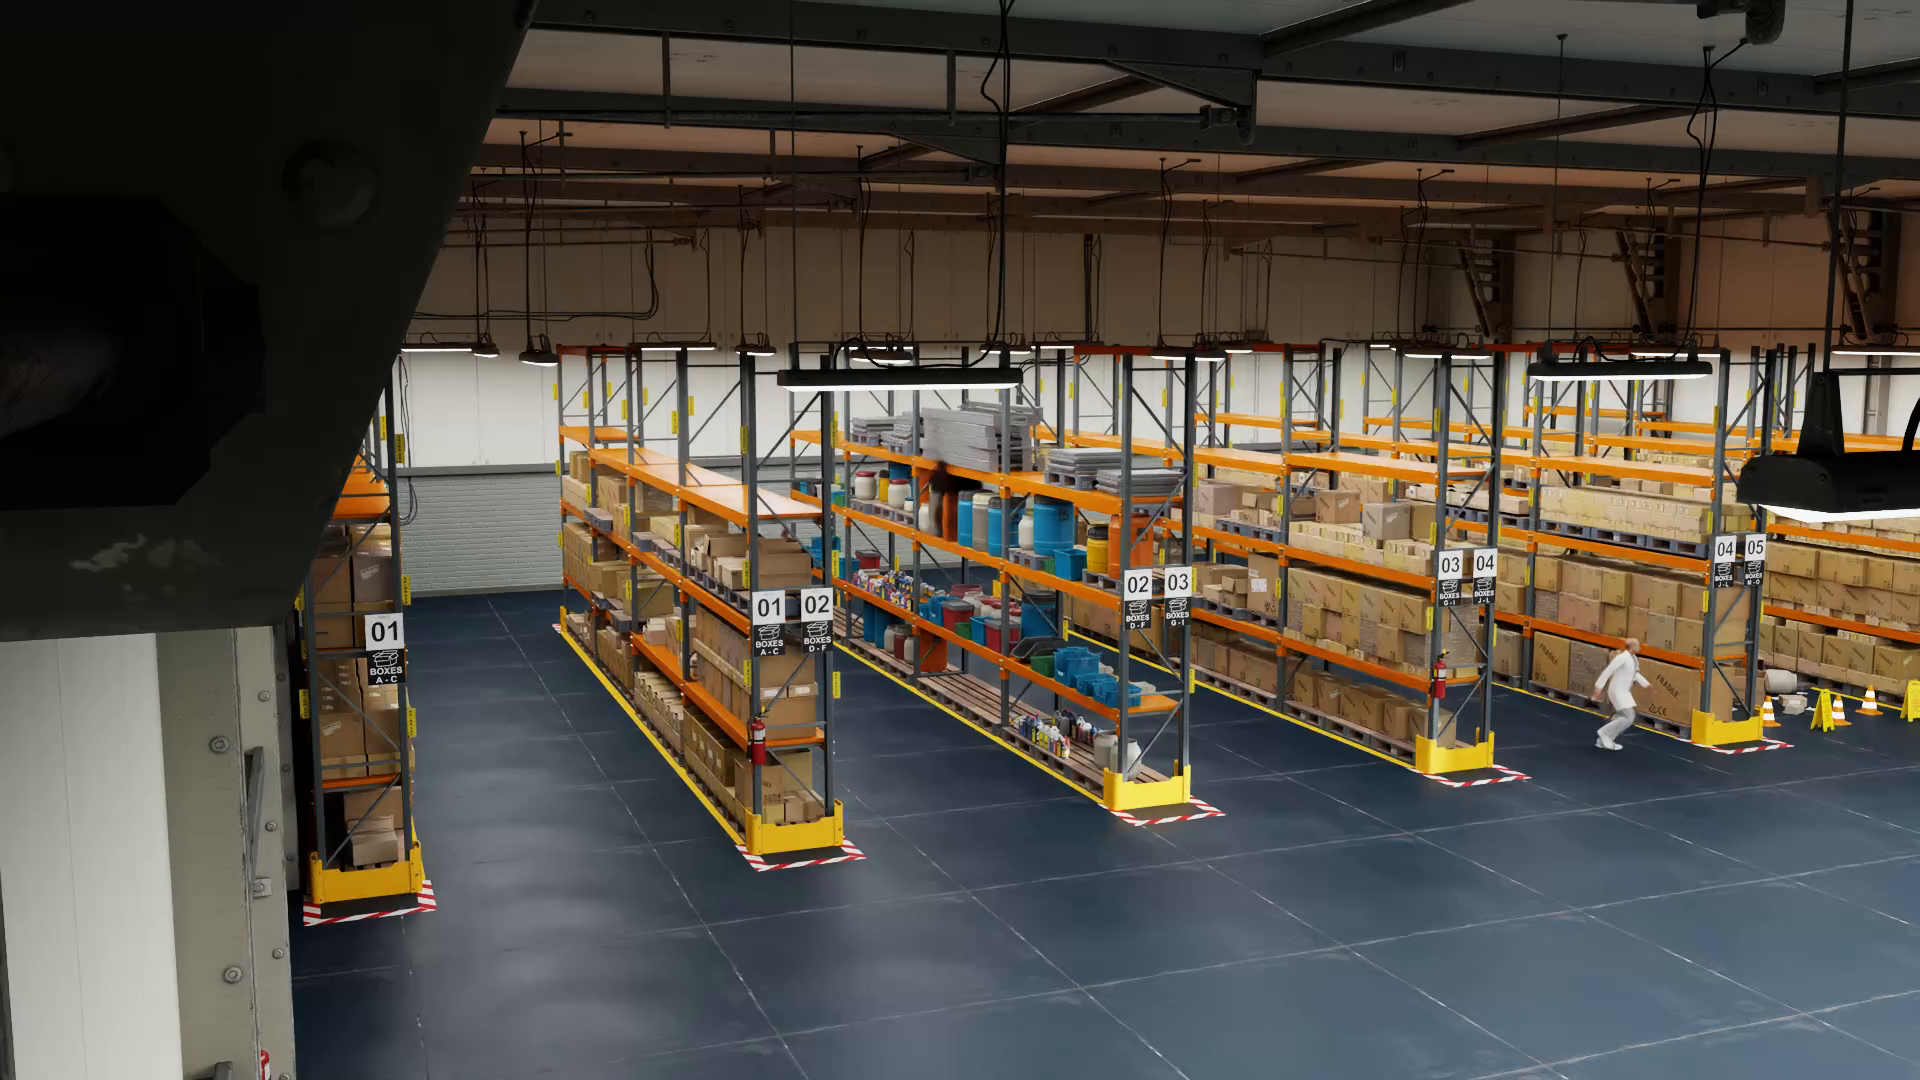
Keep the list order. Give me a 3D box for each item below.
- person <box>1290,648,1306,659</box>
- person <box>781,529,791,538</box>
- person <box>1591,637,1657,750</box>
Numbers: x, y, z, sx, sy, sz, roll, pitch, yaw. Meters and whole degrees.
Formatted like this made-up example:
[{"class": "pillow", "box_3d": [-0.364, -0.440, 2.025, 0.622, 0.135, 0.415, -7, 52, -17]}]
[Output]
[{"class": "person", "box_3d": [6.491, 1.528, 31.191, 0.626, 1.706, 0.717, -5, 9, -36]}, {"class": "person", "box_3d": [-4.164, 0.528, 39.276, 0.861, 1.609, 0.543, -1, 7, -7]}, {"class": "person", "box_3d": [9.969, 2.306, 24.904, 0.816, 1.721, 0.715, 5, 9, 34]}]
